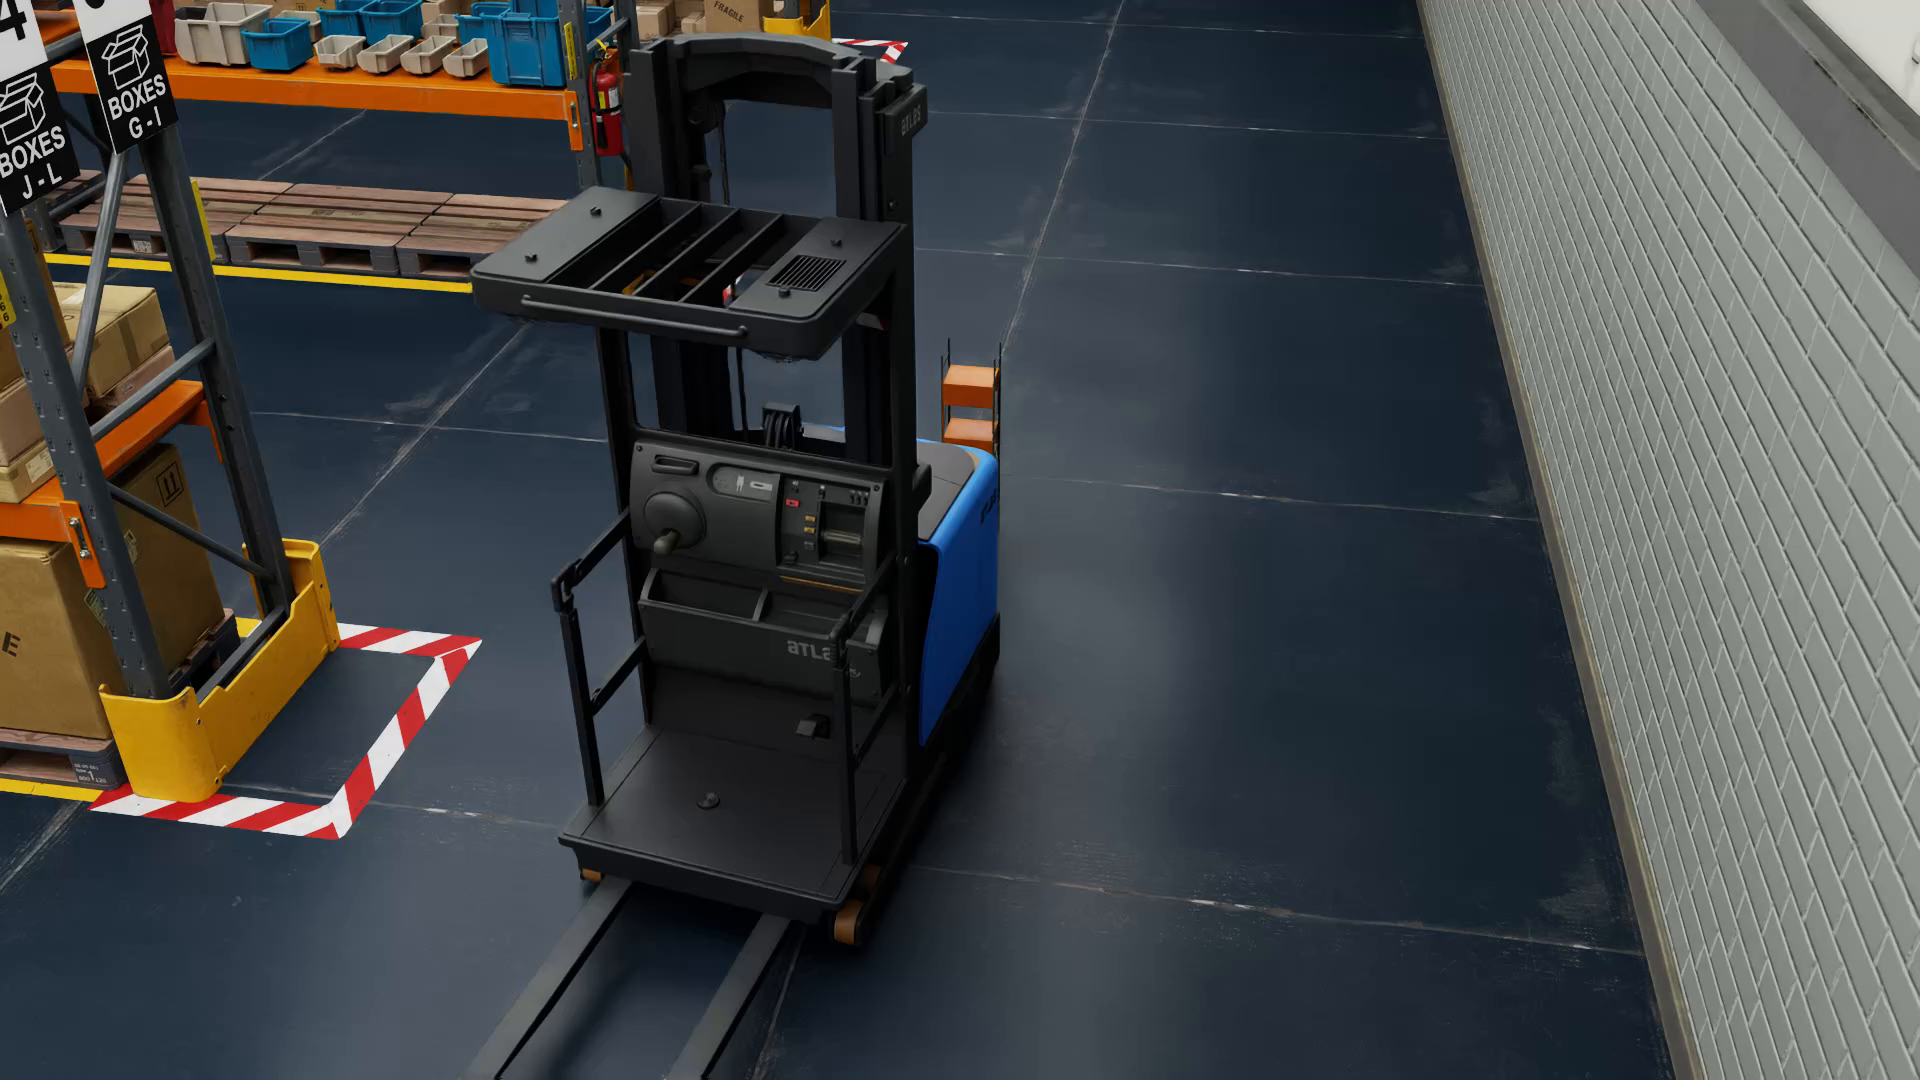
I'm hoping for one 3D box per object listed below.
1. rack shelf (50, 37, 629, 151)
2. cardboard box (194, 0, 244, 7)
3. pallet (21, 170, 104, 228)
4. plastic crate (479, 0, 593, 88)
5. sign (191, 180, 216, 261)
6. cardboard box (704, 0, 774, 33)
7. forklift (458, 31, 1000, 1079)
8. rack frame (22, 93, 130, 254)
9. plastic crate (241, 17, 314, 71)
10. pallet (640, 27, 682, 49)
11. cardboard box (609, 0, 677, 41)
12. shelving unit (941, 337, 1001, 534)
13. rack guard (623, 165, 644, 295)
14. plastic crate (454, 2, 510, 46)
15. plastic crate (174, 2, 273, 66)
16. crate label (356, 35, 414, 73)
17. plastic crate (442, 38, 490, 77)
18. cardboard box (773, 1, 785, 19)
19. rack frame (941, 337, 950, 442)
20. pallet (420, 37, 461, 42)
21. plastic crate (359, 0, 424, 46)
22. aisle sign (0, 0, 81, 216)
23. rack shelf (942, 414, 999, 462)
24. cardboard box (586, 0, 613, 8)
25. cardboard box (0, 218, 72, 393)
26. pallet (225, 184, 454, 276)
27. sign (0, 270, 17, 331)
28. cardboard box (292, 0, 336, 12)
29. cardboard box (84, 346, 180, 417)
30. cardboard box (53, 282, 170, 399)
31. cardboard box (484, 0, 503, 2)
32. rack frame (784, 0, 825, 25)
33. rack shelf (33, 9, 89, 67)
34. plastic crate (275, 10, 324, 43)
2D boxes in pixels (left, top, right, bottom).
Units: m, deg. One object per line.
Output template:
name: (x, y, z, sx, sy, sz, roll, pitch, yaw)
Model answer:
rack shelf: (-4.217, -3.012, 10.912, 4.000, 0.370, 1.077, 5, 32, 8)
cardboard box: (-6.866, -5.200, 15.672, 0.500, 0.500, 0.500, 6, 32, 9)
pallet: (-6.942, -2.404, 11.891, 1.213, 0.211, 1.003, 5, 32, 8)
plastic crate: (-2.607, -3.111, 10.303, 0.499, 0.435, 0.616, 5, 32, 8)
sign: (-2.980, -1.238, 6.510, 0.005, 0.325, 0.100, 5, 32, 8)
cardboard box: (-1.986, -4.775, 14.993, 0.500, 0.500, 0.500, 5, 32, 8)
forklift: (-0.770, -0.038, 5.548, 1.130, 2.935, 3.031, 10, 33, 15)
rack frame: (-6.189, -3.495, 11.007, 0.127, 3.000, 1.000, 5, 32, 8)
plastic crate: (-4.313, -3.142, 10.543, 0.300, 0.233, 0.416, 5, 32, 8)
pallet: (-2.270, -4.624, 15.438, 1.213, 0.211, 1.003, 5, 32, 8)
cardboard box: (-2.918, -4.769, 15.220, 0.500, 0.250, 0.500, 5, 32, 8)
shelving unit: (0.053, -0.440, 7.964, 0.252, 1.050, 0.215, 5, 32, 8)
rack guard: (-2.220, -2.083, 11.107, 0.348, 0.500, 1.175, 5, 32, 8)
plastic crate: (-3.083, -3.345, 10.869, 0.300, 0.233, 0.416, 5, 32, 8)
plastic crate: (-4.715, -3.238, 10.650, 0.530, 0.282, 0.437, 5, 32, 8)
crate label: (-3.642, -3.075, 10.528, 0.243, 0.136, 0.396, 5, 32, 8)
plastic crate: (-3.080, -3.030, 10.455, 0.243, 0.136, 0.396, 5, 32, 8)
cardboard box: (-1.764, -4.924, 15.561, 0.250, 0.149, 0.380, 5, 32, 8)
rack frame: (-0.068, -0.451, 7.981, 0.008, 1.050, 0.200, 5, 32, 8)
pallet: (-4.675, -4.841, 15.786, 1.213, 0.211, 1.003, 5, 32, 8)
plastic crate: (-3.732, -3.404, 10.963, 0.300, 0.233, 0.416, 5, 32, 8)
aisle sign: (-3.059, -1.486, 5.347, 0.004, 0.787, 0.394, 5, 32, 8)
rack shelf: (0.053, -0.431, 7.969, 0.240, 0.259, 0.215, 5, 32, 8)
cardboard box: (-3.499, -5.049, 15.427, 0.637, 0.503, 0.797, 5, 32, 8)
cardboard box: (-3.604, -0.834, 5.910, 0.500, 0.500, 0.500, 6, 32, 9)
pallet: (-4.251, -2.160, 11.502, 1.213, 0.211, 1.003, 5, 32, 8)
sign: (-3.184, -0.856, 5.476, 0.005, 0.325, 0.100, 5, 32, 8)
cardboard box: (-5.886, -5.106, 15.522, 0.500, 0.500, 0.500, 5, 32, 8)
cardboard box: (-3.373, -0.645, 6.691, 0.250, 0.149, 0.380, 6, 32, 9)
cardboard box: (-3.507, -0.794, 6.553, 0.500, 0.250, 0.500, 4, 32, 7)
cardboard box: (-4.363, -5.159, 15.937, 0.250, 0.149, 0.380, 5, 32, 8)
rack frame: (-1.409, -5.728, 14.575, 0.127, 3.000, 1.000, 5, 32, 8)
rack shelf: (-5.051, -1.693, 5.978, 4.000, 0.370, 1.077, 5, 32, 8)
plastic crate: (-4.422, -3.411, 11.064, 0.466, 0.136, 0.293, 5, 32, 8)
